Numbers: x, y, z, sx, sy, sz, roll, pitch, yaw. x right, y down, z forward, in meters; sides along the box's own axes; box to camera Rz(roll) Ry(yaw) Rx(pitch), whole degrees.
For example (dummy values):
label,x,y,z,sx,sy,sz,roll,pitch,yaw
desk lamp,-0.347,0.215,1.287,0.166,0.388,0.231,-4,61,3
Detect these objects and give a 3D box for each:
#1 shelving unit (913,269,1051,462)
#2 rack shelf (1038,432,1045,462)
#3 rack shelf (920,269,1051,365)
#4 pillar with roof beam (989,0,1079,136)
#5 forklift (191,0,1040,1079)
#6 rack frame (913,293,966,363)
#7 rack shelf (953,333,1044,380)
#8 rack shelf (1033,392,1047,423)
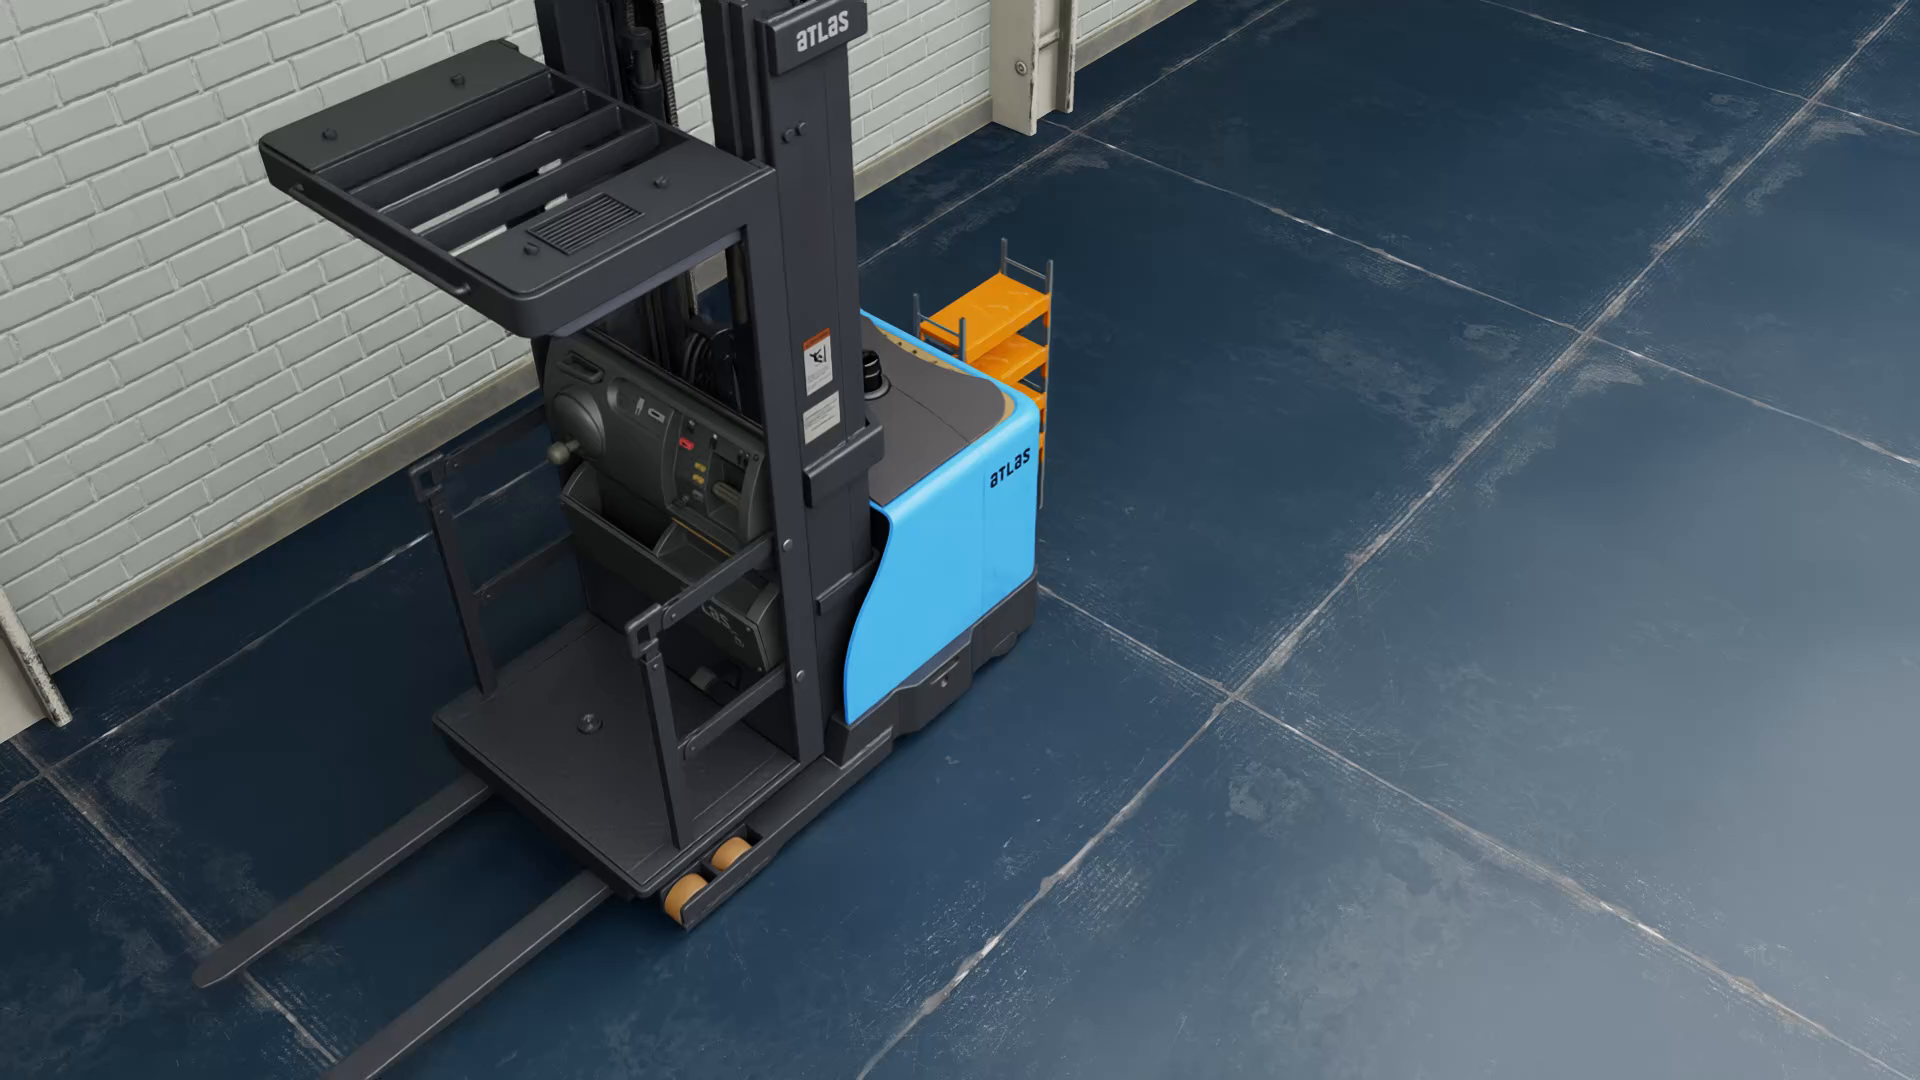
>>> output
label,x,y,z,sx,sy,sz,roll,pitch,yaw
shelving unit,0.083,-0.502,6.410,0.258,1.200,0.492,30,50,29
rack shelf,0.086,-0.308,6.592,0.258,0.148,0.480,30,50,29
rack shelf,0.086,-0.795,6.149,0.258,0.148,0.480,30,50,29
pillar with roof beam,3.695,-3.871,4.318,9.100,9.000,0.400,29,50,28
forklift,-1.058,-0.228,4.822,1.130,2.935,3.031,30,50,29
rack frame,-0.074,-0.381,6.277,0.240,1.200,0.015,30,50,29
rack shelf,0.086,-0.660,6.272,0.221,0.021,0.457,30,50,29
rack shelf,0.086,-0.455,6.458,0.258,0.148,0.480,30,50,29
